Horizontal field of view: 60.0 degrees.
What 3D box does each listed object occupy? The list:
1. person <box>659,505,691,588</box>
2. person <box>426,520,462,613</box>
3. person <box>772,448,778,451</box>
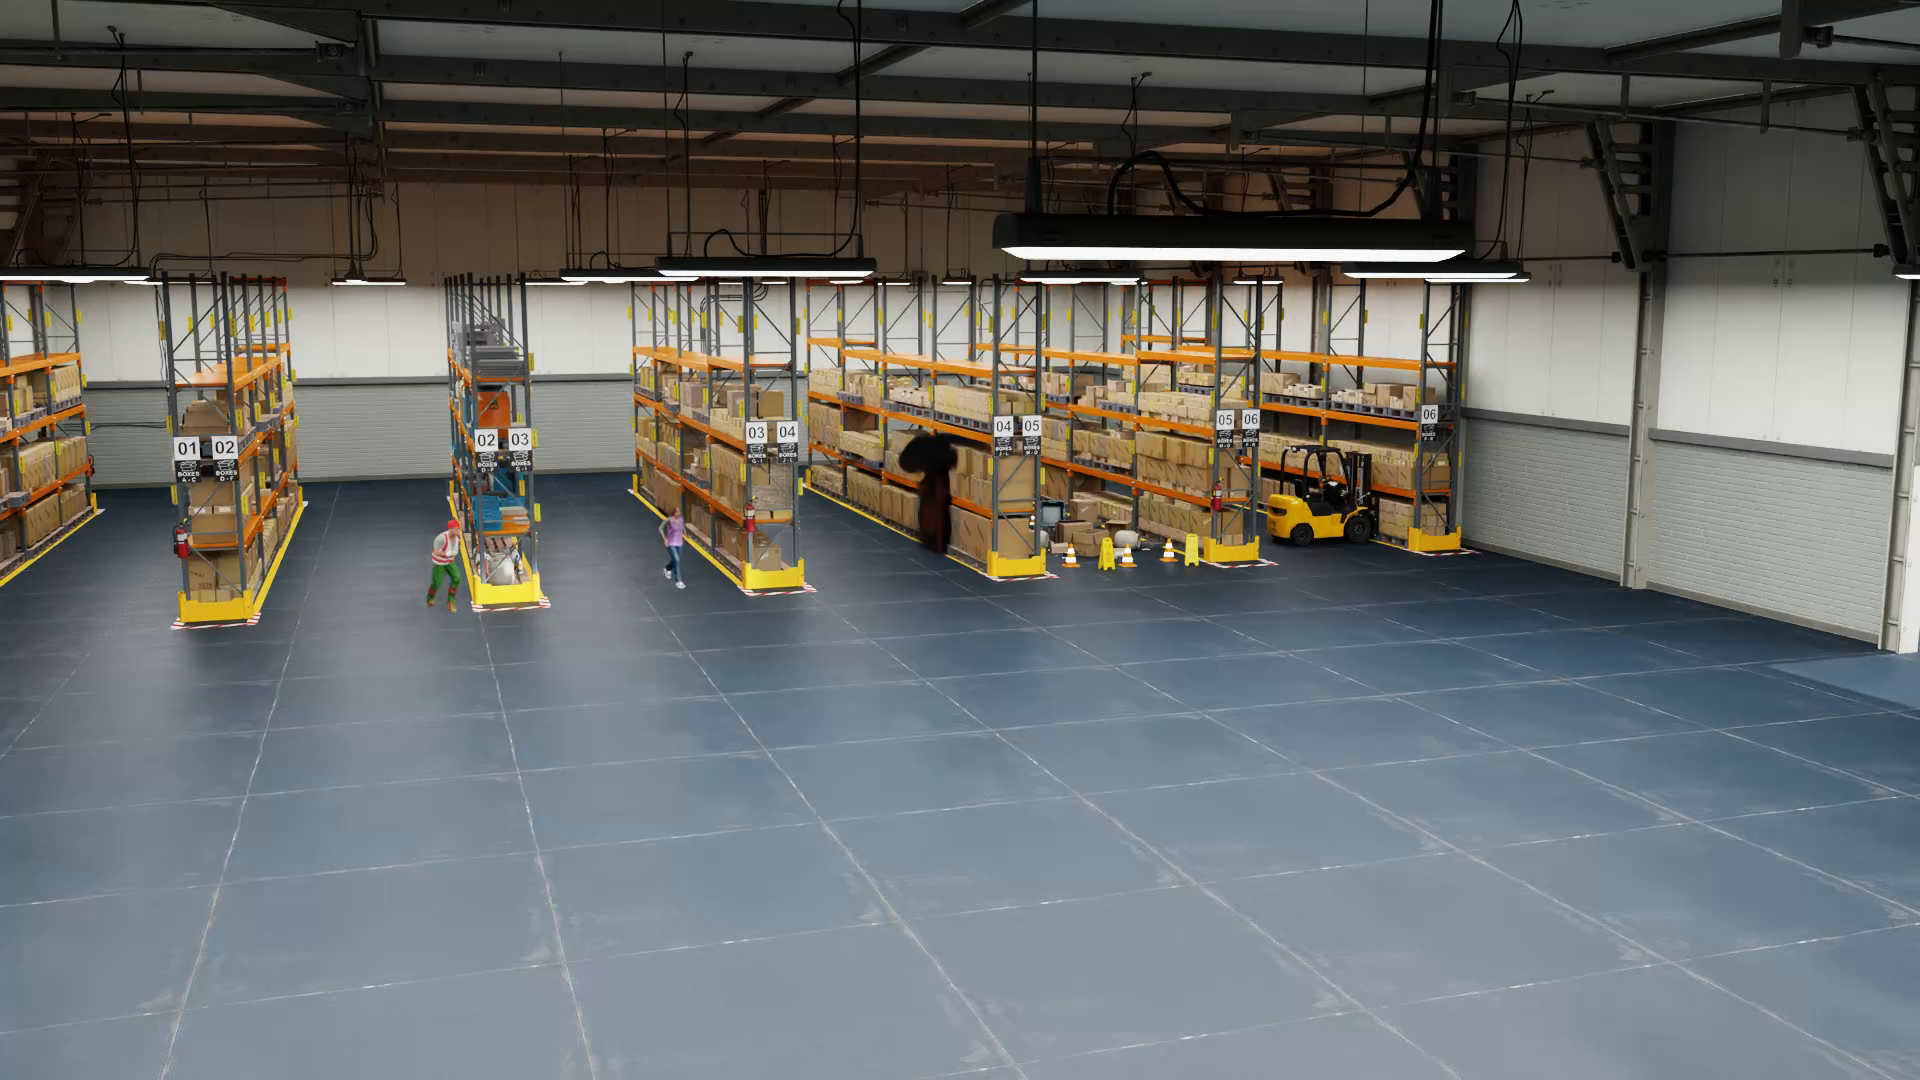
[{"bbox_3d":[-5.569,0.103,32.204,0.519,1.590,0.847,-7,11,-40],"label":"person"},{"bbox_3d":[-9.196,0.460,29.671,1.009,1.704,0.691,7,11,37],"label":"person"},{"bbox_3d":[-5.361,-2.320,47.854,0.572,1.745,0.708,-1,9,-7],"label":"person"}]
